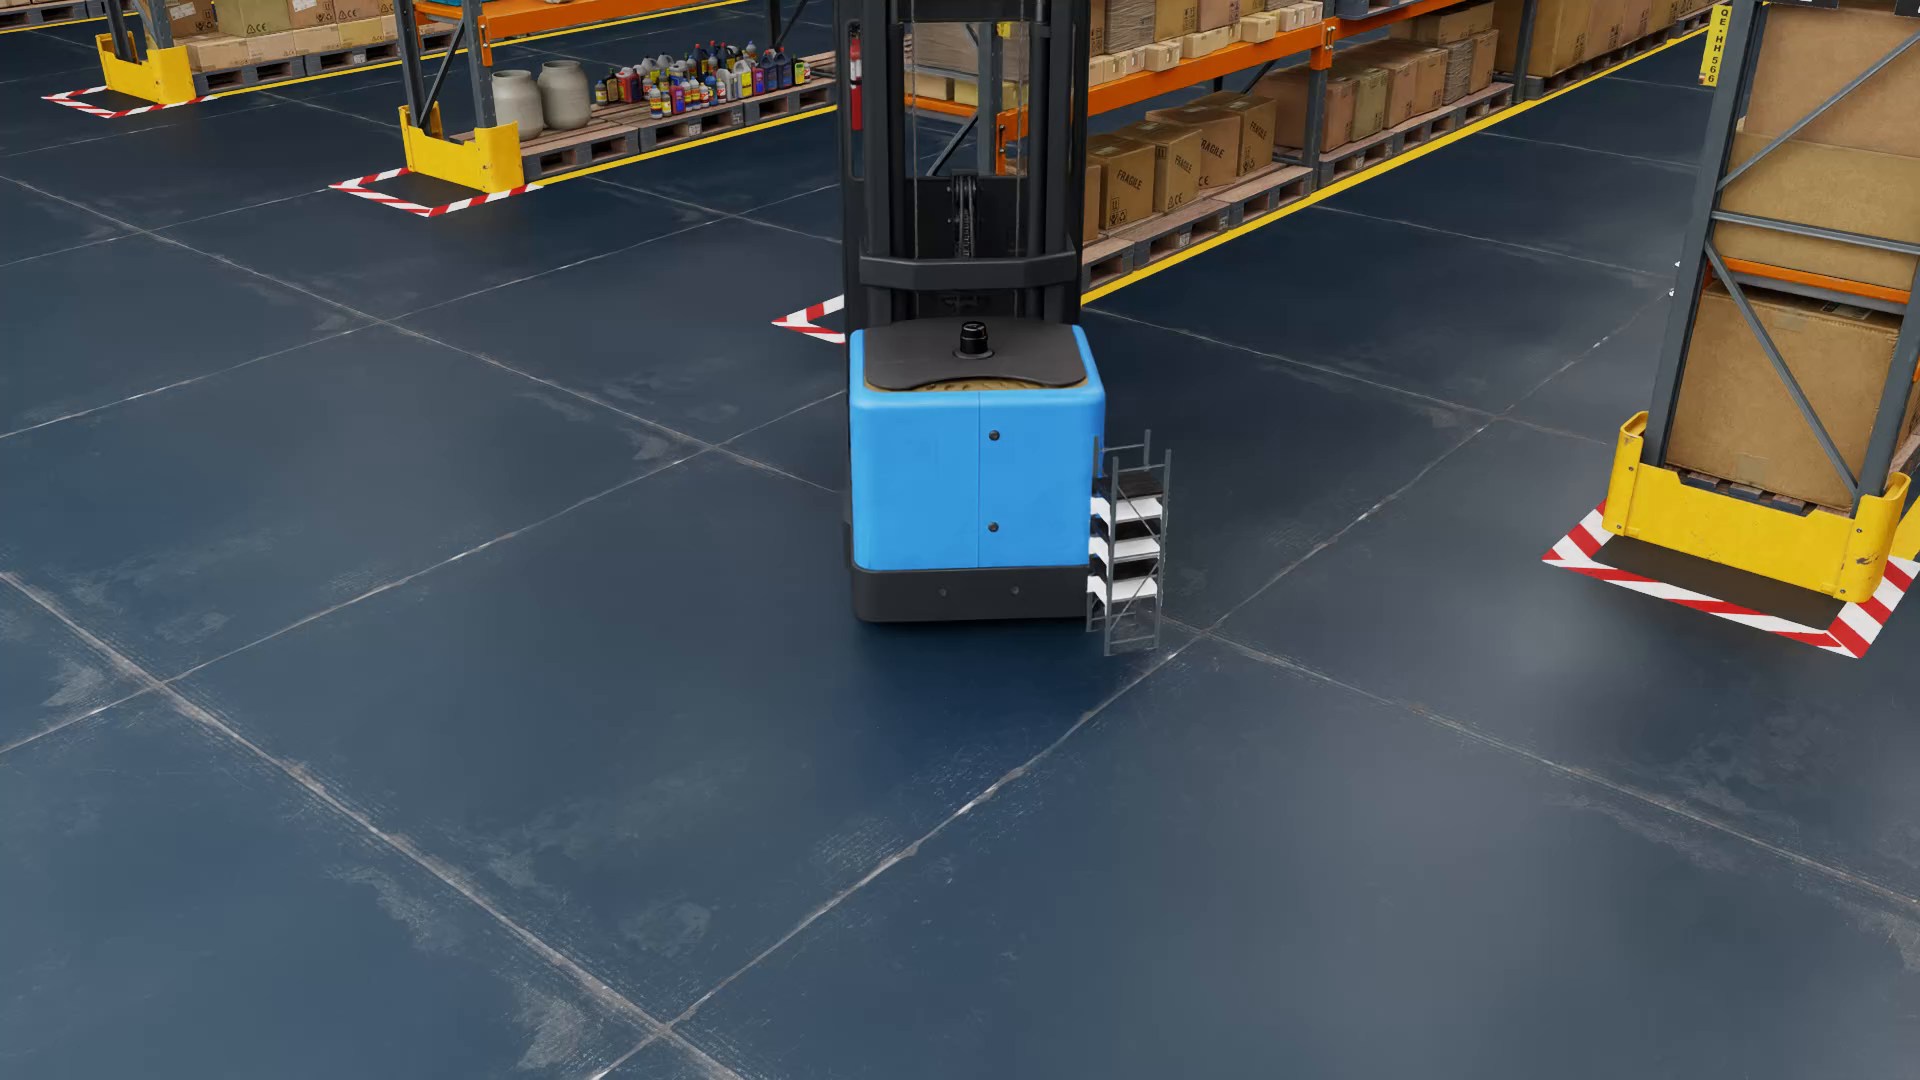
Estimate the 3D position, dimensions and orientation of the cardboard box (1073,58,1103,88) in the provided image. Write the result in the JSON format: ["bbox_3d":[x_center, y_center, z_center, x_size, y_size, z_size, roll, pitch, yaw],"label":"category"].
[{"bbox_3d":[0.676,-2.953,10.467,0.380,0.149,0.250,21,34,34],"label":"cardboard box"}]

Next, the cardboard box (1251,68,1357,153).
[{"bbox_3d":[2.774,-3.486,13.465,0.700,0.500,0.500,18,32,31],"label":"cardboard box"}]

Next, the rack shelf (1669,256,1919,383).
[{"bbox_3d":[4.858,-1.675,8.506,1.077,0.370,4.000,21,34,34],"label":"rack shelf"}]

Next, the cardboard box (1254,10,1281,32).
[{"bbox_3d":[2.086,-3.758,12.024,0.380,0.149,0.250,21,34,34],"label":"cardboard box"}]

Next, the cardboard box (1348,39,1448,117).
[{"bbox_3d":[3.803,-4.046,14.548,0.700,0.500,0.500,24,36,38],"label":"cardboard box"}]

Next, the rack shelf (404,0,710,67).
[{"bbox_3d":[-2.727,-4.608,14.176,1.077,0.370,4.000,21,34,34],"label":"rack shelf"}]

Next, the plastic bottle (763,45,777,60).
[{"bbox_3d":[-1.753,-4.385,15.366,0.144,0.351,0.185,21,34,34],"label":"plastic bottle"}]

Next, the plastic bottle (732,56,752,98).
[{"bbox_3d":[-1.969,-4.160,14.932,0.144,0.351,0.185,21,34,34],"label":"plastic bottle"}]

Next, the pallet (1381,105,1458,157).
[{"bbox_3d":[3.637,-3.662,14.598,1.003,0.211,1.213,21,34,34],"label":"pallet"}]

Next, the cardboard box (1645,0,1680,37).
[{"bbox_3d":[7.064,-6.036,18.008,1.225,0.875,0.875,21,34,35],"label":"cardboard box"}]

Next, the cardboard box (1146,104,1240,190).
[{"bbox_3d":[1.723,-2.930,12.413,0.500,0.500,0.500,-16,31,-28],"label":"cardboard box"}]

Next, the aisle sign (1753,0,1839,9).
[{"bbox_3d":[3.309,-2.503,6.494,0.394,0.787,0.004,21,34,34],"label":"aisle sign"}]

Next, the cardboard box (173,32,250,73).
[{"bbox_3d":[-7.306,-4.758,16.218,0.500,0.250,0.500,21,34,34],"label":"cardboard box"}]

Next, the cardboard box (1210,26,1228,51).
[{"bbox_3d":[1.624,-3.487,11.499,0.380,0.149,0.250,21,34,34],"label":"cardboard box"}]

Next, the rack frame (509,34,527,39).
[{"bbox_3d":[-5.274,-7.086,18.182,1.000,3.000,0.127,21,34,34],"label":"rack frame"}]

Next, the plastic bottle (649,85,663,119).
[{"bbox_3d":[-2.605,-3.754,14.232,0.097,0.271,0.097,0,27,0],"label":"plastic bottle"}]

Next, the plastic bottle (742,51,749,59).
[{"bbox_3d":[-2.060,-4.568,15.883,0.097,0.201,0.097,0,27,0],"label":"plastic bottle"}]

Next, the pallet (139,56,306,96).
[{"bbox_3d":[-7.365,-4.712,16.629,1.003,0.211,1.213,21,34,34],"label":"pallet"}]

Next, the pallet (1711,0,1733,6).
[{"bbox_3d":[8.776,-6.468,20.024,1.003,0.211,1.213,21,34,34],"label":"pallet"}]

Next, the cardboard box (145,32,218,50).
[{"bbox_3d":[-7.706,-4.909,16.511,0.500,0.250,0.500,21,34,34],"label":"cardboard box"}]

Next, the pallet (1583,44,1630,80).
[{"bbox_3d":[6.247,-5.057,17.295,1.003,0.211,1.213,21,34,34],"label":"pallet"}]

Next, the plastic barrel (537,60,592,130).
[{"bbox_3d":[-3.320,-3.733,13.953,0.421,0.512,0.421,0,27,0],"label":"plastic barrel"}]

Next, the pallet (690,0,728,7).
[{"bbox_3d":[-3.284,-6.985,21.022,1.003,0.211,1.213,21,34,34],"label":"pallet"}]

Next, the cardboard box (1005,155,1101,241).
[{"bbox_3d":[0.587,-2.286,11.167,0.500,0.500,0.500,-18,32,-31],"label":"cardboard box"}]

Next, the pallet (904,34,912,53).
[{"bbox_3d":[-0.209,-5.122,17.422,1.003,0.211,1.213,21,34,34],"label":"pallet"}]

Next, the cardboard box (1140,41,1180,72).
[{"bbox_3d":[1.217,-3.194,10.933,0.380,0.149,0.250,21,34,34],"label":"cardboard box"}]

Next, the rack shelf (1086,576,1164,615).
[{"bbox_3d":[0.676,0.209,6.831,0.258,0.077,0.200,-8,28,-16],"label":"rack shelf"}]

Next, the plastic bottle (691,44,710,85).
[{"bbox_3d":[-2.408,-4.424,15.441,0.144,0.351,0.185,19,33,32],"label":"plastic bottle"}]

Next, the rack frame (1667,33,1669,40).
[{"bbox_3d":[7.456,-7.026,18.066,1.000,3.000,0.127,21,34,34],"label":"rack frame"}]

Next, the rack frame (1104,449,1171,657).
[{"bbox_3d":[0.706,0.064,6.647,0.240,0.900,0.006,-8,28,-16],"label":"rack frame"}]

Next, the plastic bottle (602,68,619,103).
[{"bbox_3d":[-3.109,-4.033,14.760,0.061,0.283,0.133,22,34,36],"label":"plastic bottle"}]

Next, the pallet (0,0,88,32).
[{"bbox_3d":[-11.051,-6.180,19.466,1.003,0.211,1.213,21,34,34],"label":"pallet"}]

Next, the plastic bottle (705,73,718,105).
[{"bbox_3d":[-2.195,-3.983,14.675,0.097,0.271,0.097,0,27,0],"label":"plastic bottle"}]

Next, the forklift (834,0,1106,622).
[{"bbox_3d":[-0.005,-1.599,7.651,1.130,2.935,3.031,-1,27,-3],"label":"forklift"}]

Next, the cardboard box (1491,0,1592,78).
[{"bbox_3d":[5.367,-5.089,16.178,1.225,0.875,0.875,19,33,32],"label":"cardboard box"}]

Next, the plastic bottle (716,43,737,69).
[{"bbox_3d":[-2.177,-4.449,15.489,0.144,0.351,0.185,21,34,34],"label":"plastic bottle"}]

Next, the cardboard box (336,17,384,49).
[{"bbox_3d":[-6.351,-5.289,17.245,0.500,0.250,0.500,21,34,34],"label":"cardboard box"}]

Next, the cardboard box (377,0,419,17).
[{"bbox_3d":[-6.043,-5.803,17.423,0.500,0.500,0.500,21,34,34],"label":"cardboard box"}]

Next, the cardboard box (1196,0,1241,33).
[{"bbox_3d":[1.448,-3.850,11.496,0.875,0.500,0.500,21,34,34],"label":"cardboard box"}]

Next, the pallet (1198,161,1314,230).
[{"bbox_3d":[1.967,-2.702,12.744,1.003,0.211,1.213,21,34,34],"label":"pallet"}]

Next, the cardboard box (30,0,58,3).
[{"bbox_3d":[-10.771,-6.536,19.568,0.500,0.311,0.500,24,36,38],"label":"cardboard box"}]

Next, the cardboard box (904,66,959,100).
[{"bbox_3d":[-0.155,-2.821,10.211,0.380,0.149,0.250,21,34,34],"label":"cardboard box"}]

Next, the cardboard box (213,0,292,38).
[{"bbox_3d":[-6.989,-5.269,16.389,0.500,0.500,0.500,21,34,34],"label":"cardboard box"}]

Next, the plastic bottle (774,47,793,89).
[{"bbox_3d":[-1.642,-4.343,15.285,0.144,0.351,0.185,20,33,33],"label":"plastic bottle"}]

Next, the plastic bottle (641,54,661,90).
[{"bbox_3d":[-2.797,-4.207,15.022,0.144,0.351,0.185,22,35,36],"label":"plastic bottle"}]

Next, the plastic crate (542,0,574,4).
[{"bbox_3d":[-3.181,-4.325,13.132,0.298,0.136,0.250,21,34,34],"label":"plastic crate"}]

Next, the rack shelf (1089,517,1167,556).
[{"bbox_3d":[0.676,-0.031,6.707,0.258,0.077,0.200,-8,28,-16],"label":"rack shelf"}]

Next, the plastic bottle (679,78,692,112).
[{"bbox_3d":[-2.387,-3.875,14.467,0.097,0.271,0.097,0,27,0],"label":"plastic bottle"}]

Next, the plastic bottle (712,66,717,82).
[{"bbox_3d":[-2.158,-4.105,14.898,0.061,0.283,0.133,21,34,34],"label":"plastic bottle"}]

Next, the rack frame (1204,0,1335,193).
[{"bbox_3d":[2.367,-4.189,12.583,1.000,3.000,0.127,21,34,34],"label":"rack frame"}]

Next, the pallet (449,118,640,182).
[{"bbox_3d":[-3.466,-3.307,13.913,1.003,0.211,1.213,21,34,34],"label":"pallet"}]

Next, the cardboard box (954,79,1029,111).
[{"bbox_3d":[0.188,-2.691,9.960,0.380,0.149,0.250,21,34,34],"label":"cardboard box"}]

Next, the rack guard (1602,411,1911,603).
[{"bbox_3d":[3.571,-0.167,7.528,1.175,0.500,0.348,21,34,34],"label":"rack guard"}]

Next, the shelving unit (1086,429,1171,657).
[{"bbox_3d":[0.676,0.020,6.733,0.258,0.900,0.210,-8,28,-16],"label":"shelving unit"}]

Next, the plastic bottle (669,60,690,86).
[{"bbox_3d":[-2.548,-4.205,15.100,0.152,0.276,0.135,21,34,34],"label":"plastic bottle"}]

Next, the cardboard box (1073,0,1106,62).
[{"bbox_3d":[0.419,-3.347,10.522,0.875,0.500,0.500,21,34,34],"label":"cardboard box"}]

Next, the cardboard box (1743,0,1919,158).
[{"bbox_3d":[3.852,-1.952,6.920,0.875,0.550,0.550,21,34,34],"label":"cardboard box"}]
